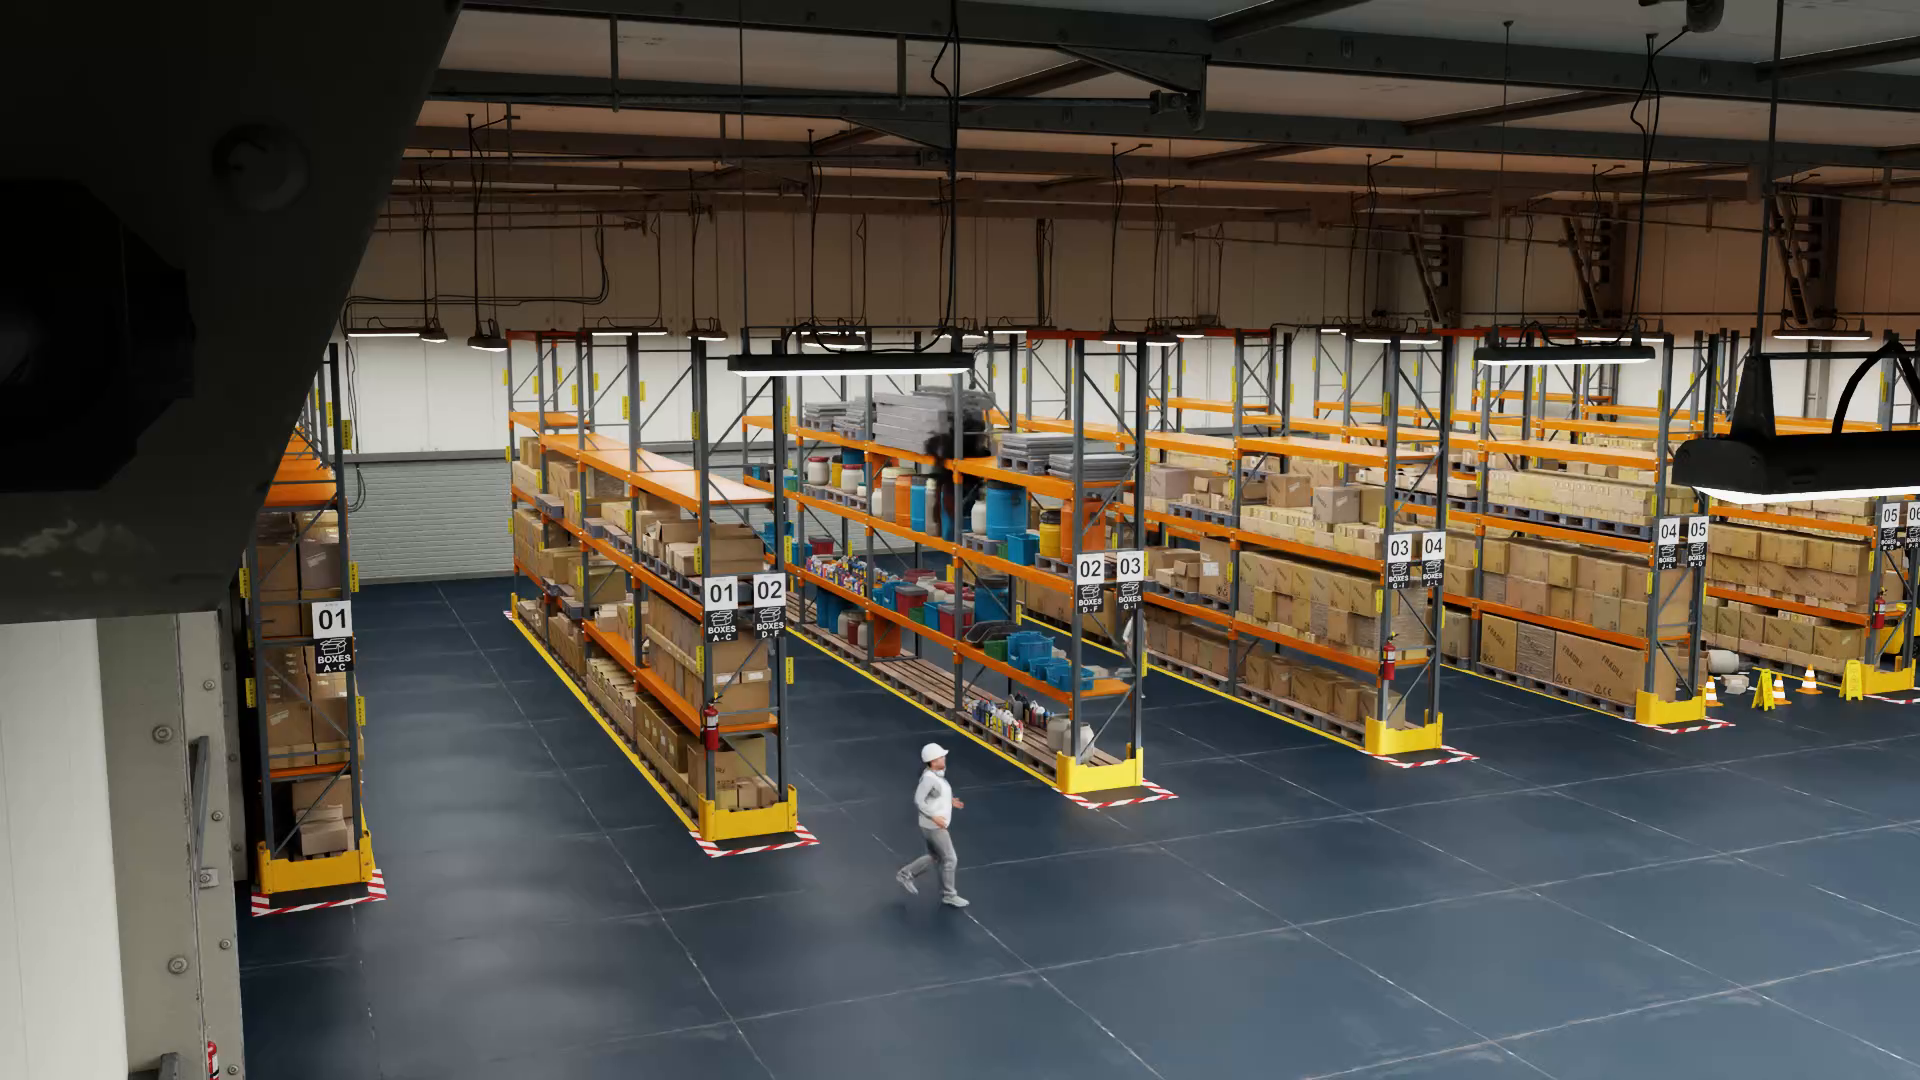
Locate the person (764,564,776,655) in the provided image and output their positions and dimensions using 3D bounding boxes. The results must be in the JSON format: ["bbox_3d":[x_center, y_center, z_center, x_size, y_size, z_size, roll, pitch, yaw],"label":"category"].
[{"bbox_3d":[-3.656,1.266,31.272,0.600,1.685,0.915,-2,8,-18],"label":"person"}]

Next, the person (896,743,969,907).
[{"bbox_3d":[-0.289,3.048,17.811,0.779,1.775,0.665,0,8,2],"label":"person"}]

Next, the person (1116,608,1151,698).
[{"bbox_3d":[2.880,1.825,27.615,0.522,1.554,0.598,-6,10,-37],"label":"person"}]

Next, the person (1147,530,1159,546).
[{"bbox_3d":[4.870,-0.230,41.854,0.914,1.757,0.801,0,8,0],"label":"person"}]

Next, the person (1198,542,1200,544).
[{"bbox_3d":[6.432,-0.337,42.865,0.658,1.717,0.721,-4,9,-28],"label":"person"}]
